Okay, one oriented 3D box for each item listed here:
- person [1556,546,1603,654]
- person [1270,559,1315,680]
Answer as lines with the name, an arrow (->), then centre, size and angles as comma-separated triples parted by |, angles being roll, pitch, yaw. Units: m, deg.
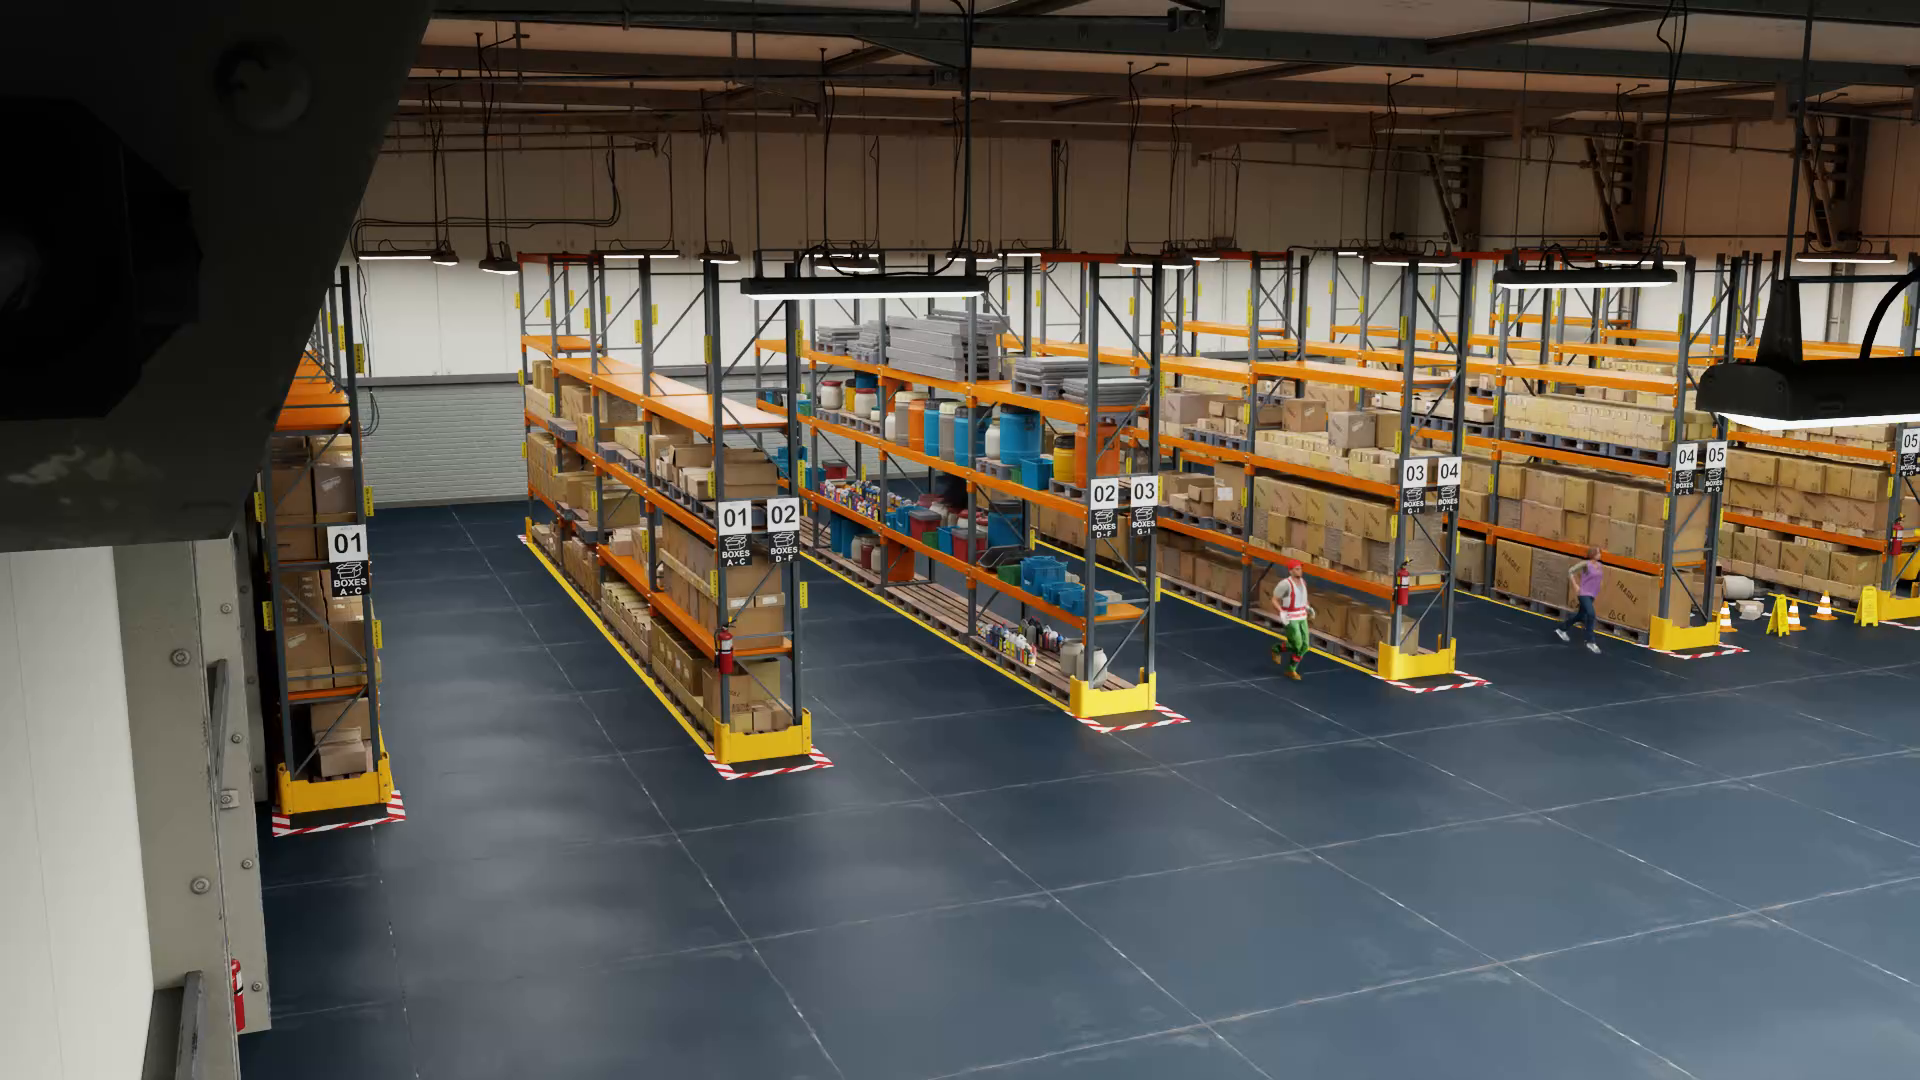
person -> 9.739, 0.887, 25.832 | 0.553, 1.588, 0.843 | -8, 13, -36
person -> 4.809, 1.131, 24.097 | 0.661, 1.745, 0.596 | -7, 13, -35
